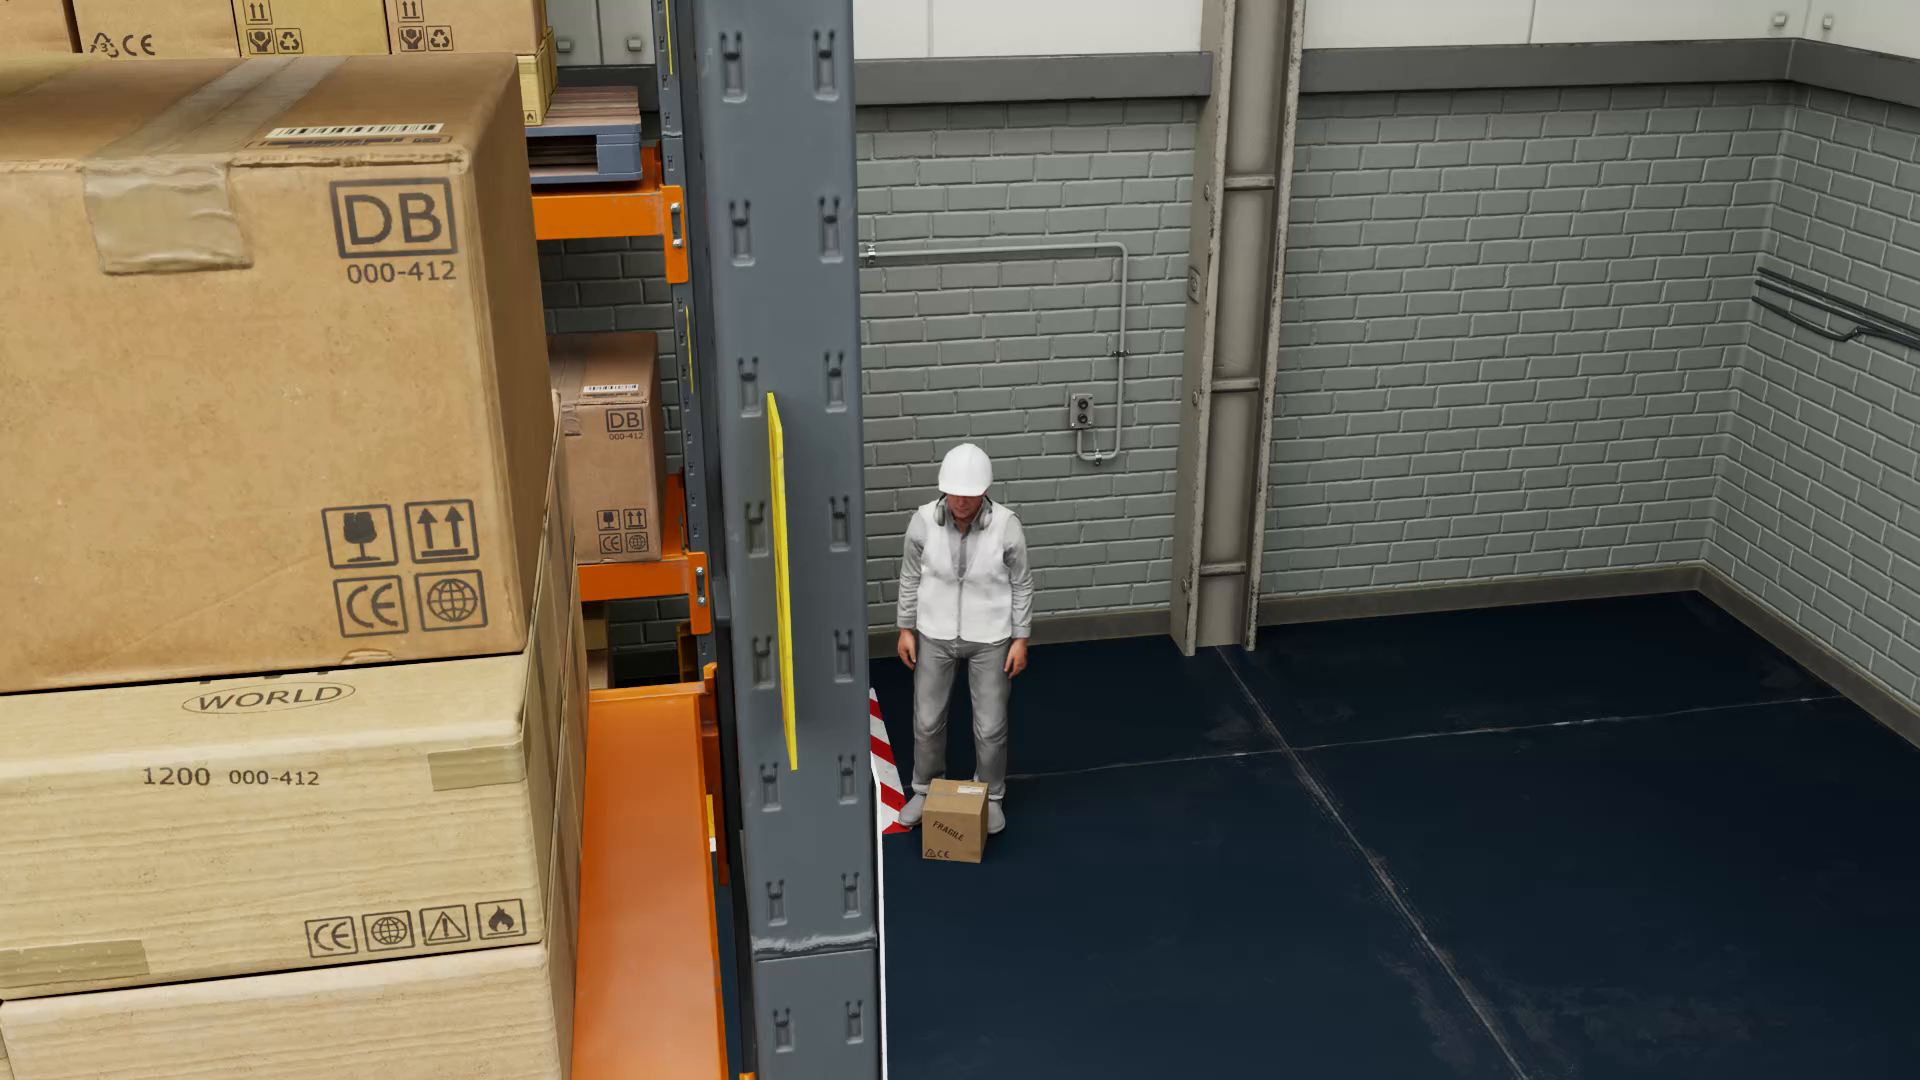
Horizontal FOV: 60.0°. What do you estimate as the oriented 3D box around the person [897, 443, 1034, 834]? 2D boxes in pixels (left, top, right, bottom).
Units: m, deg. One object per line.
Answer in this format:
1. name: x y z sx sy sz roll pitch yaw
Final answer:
1. person: 0.018 0.412 7.104 0.580 1.769 0.463 4 23 9
